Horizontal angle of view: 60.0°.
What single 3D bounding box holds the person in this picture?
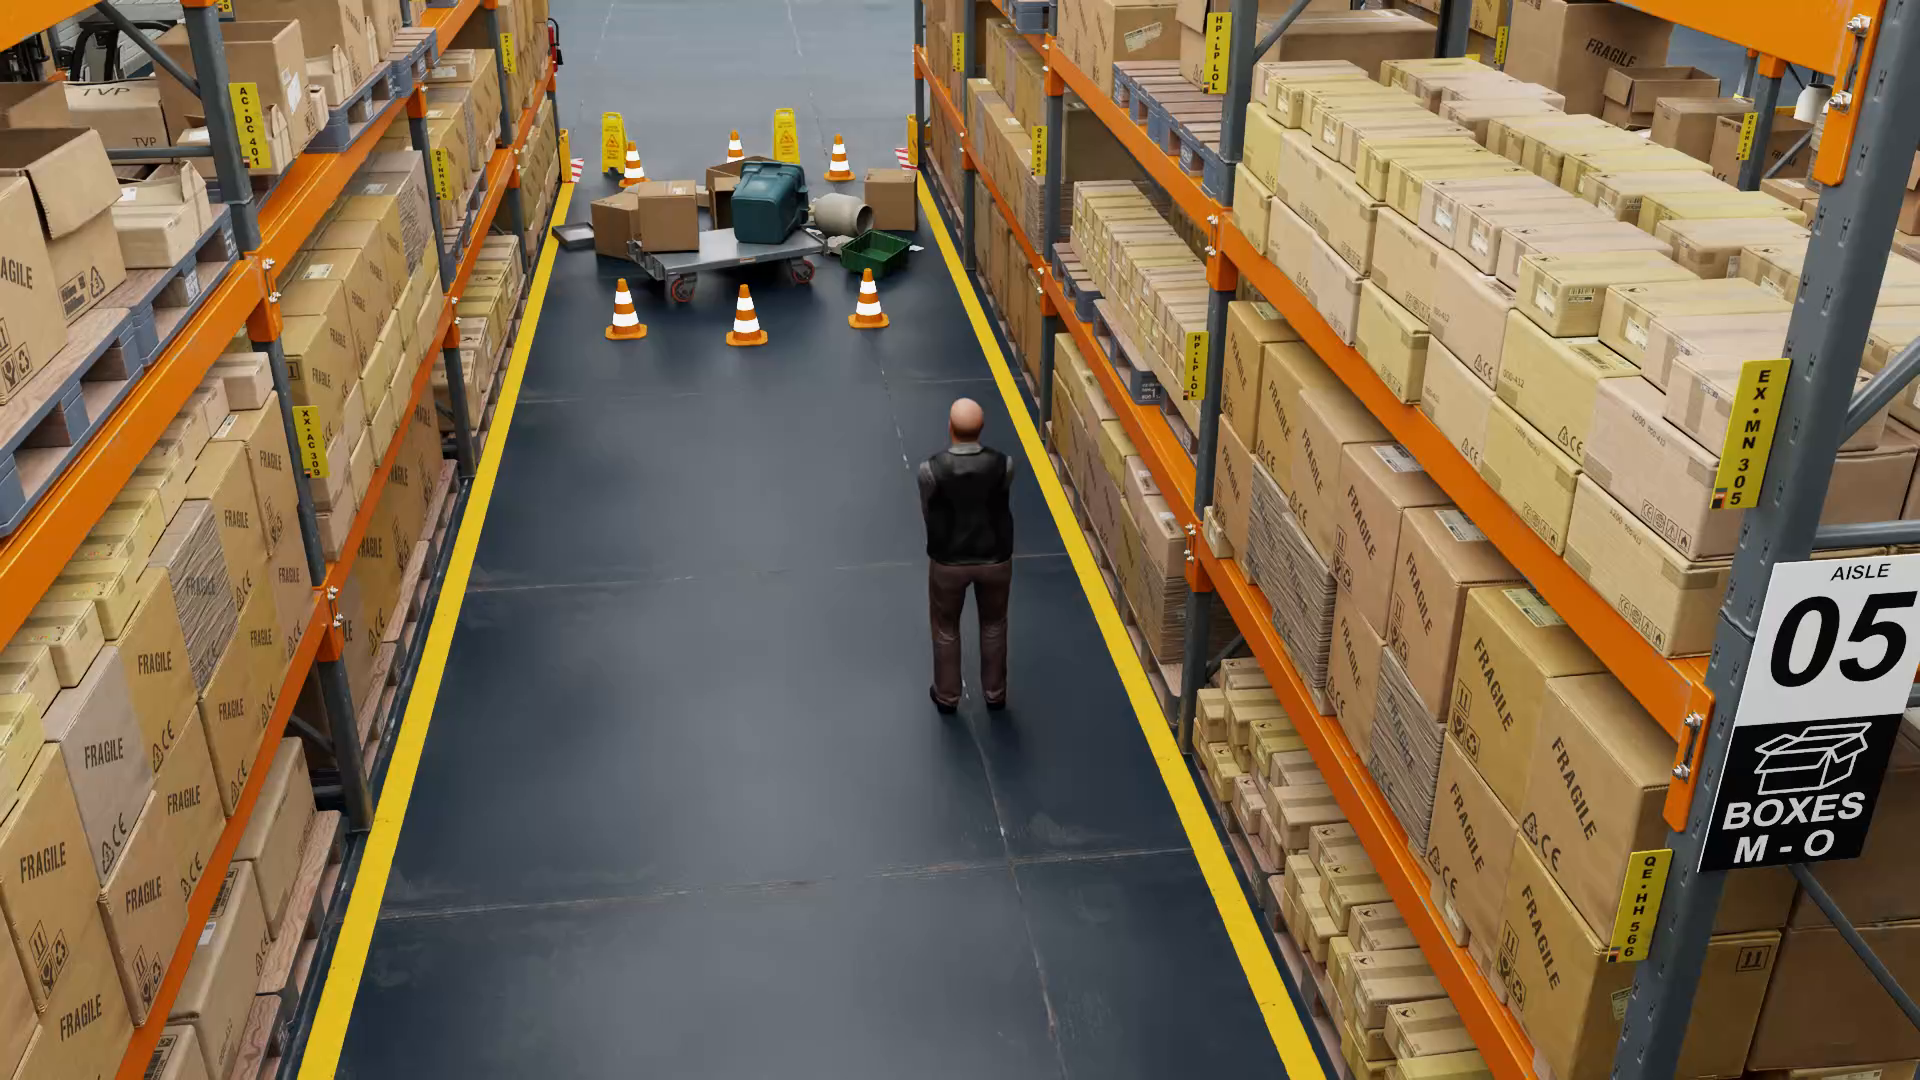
[{"bbox_3d":[0.021,0.059,8.536,0.494,1.720,0.559,-4,27,-8],"label":"person"}]
